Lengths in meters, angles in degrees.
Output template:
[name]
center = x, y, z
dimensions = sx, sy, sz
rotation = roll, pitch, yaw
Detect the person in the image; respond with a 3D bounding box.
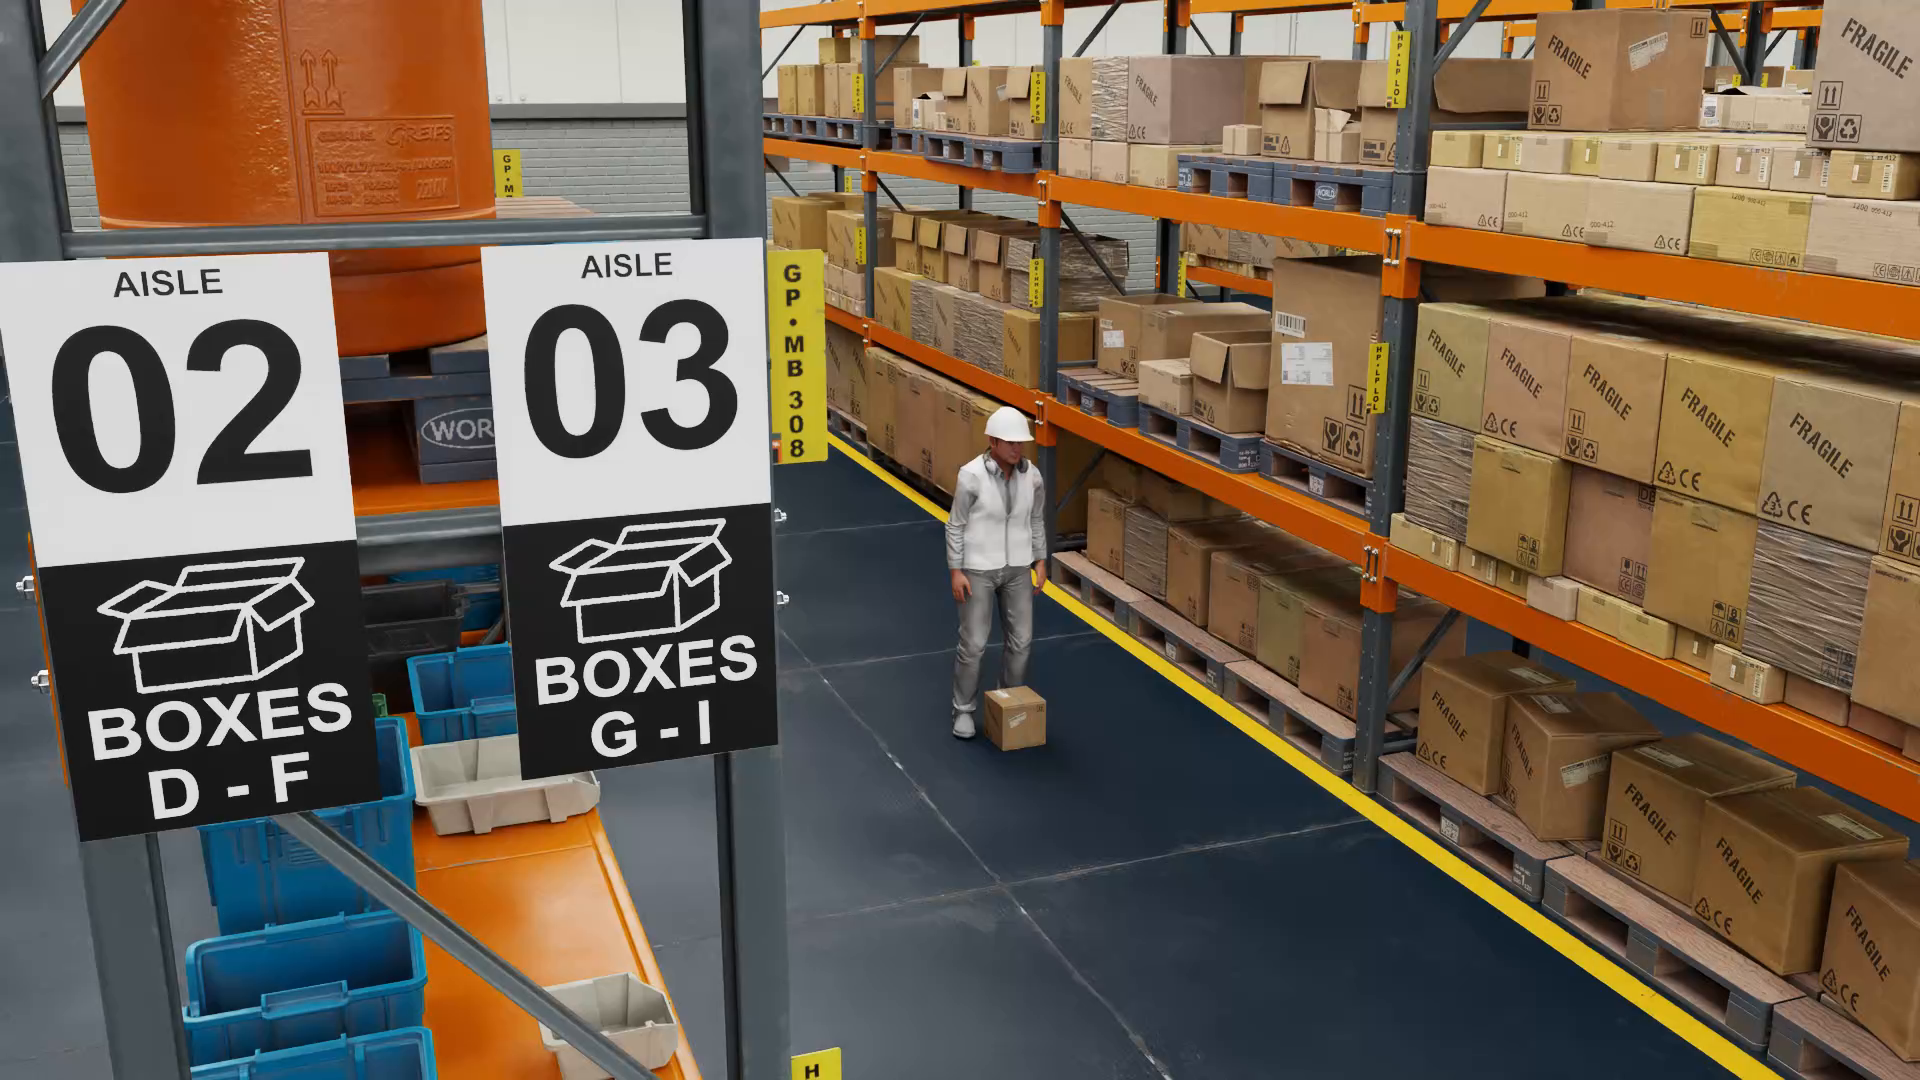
[person]
center = 0.201, 0.153, 8.921
dimensions = 0.593, 1.771, 0.464
rotation = -7, 17, -24
